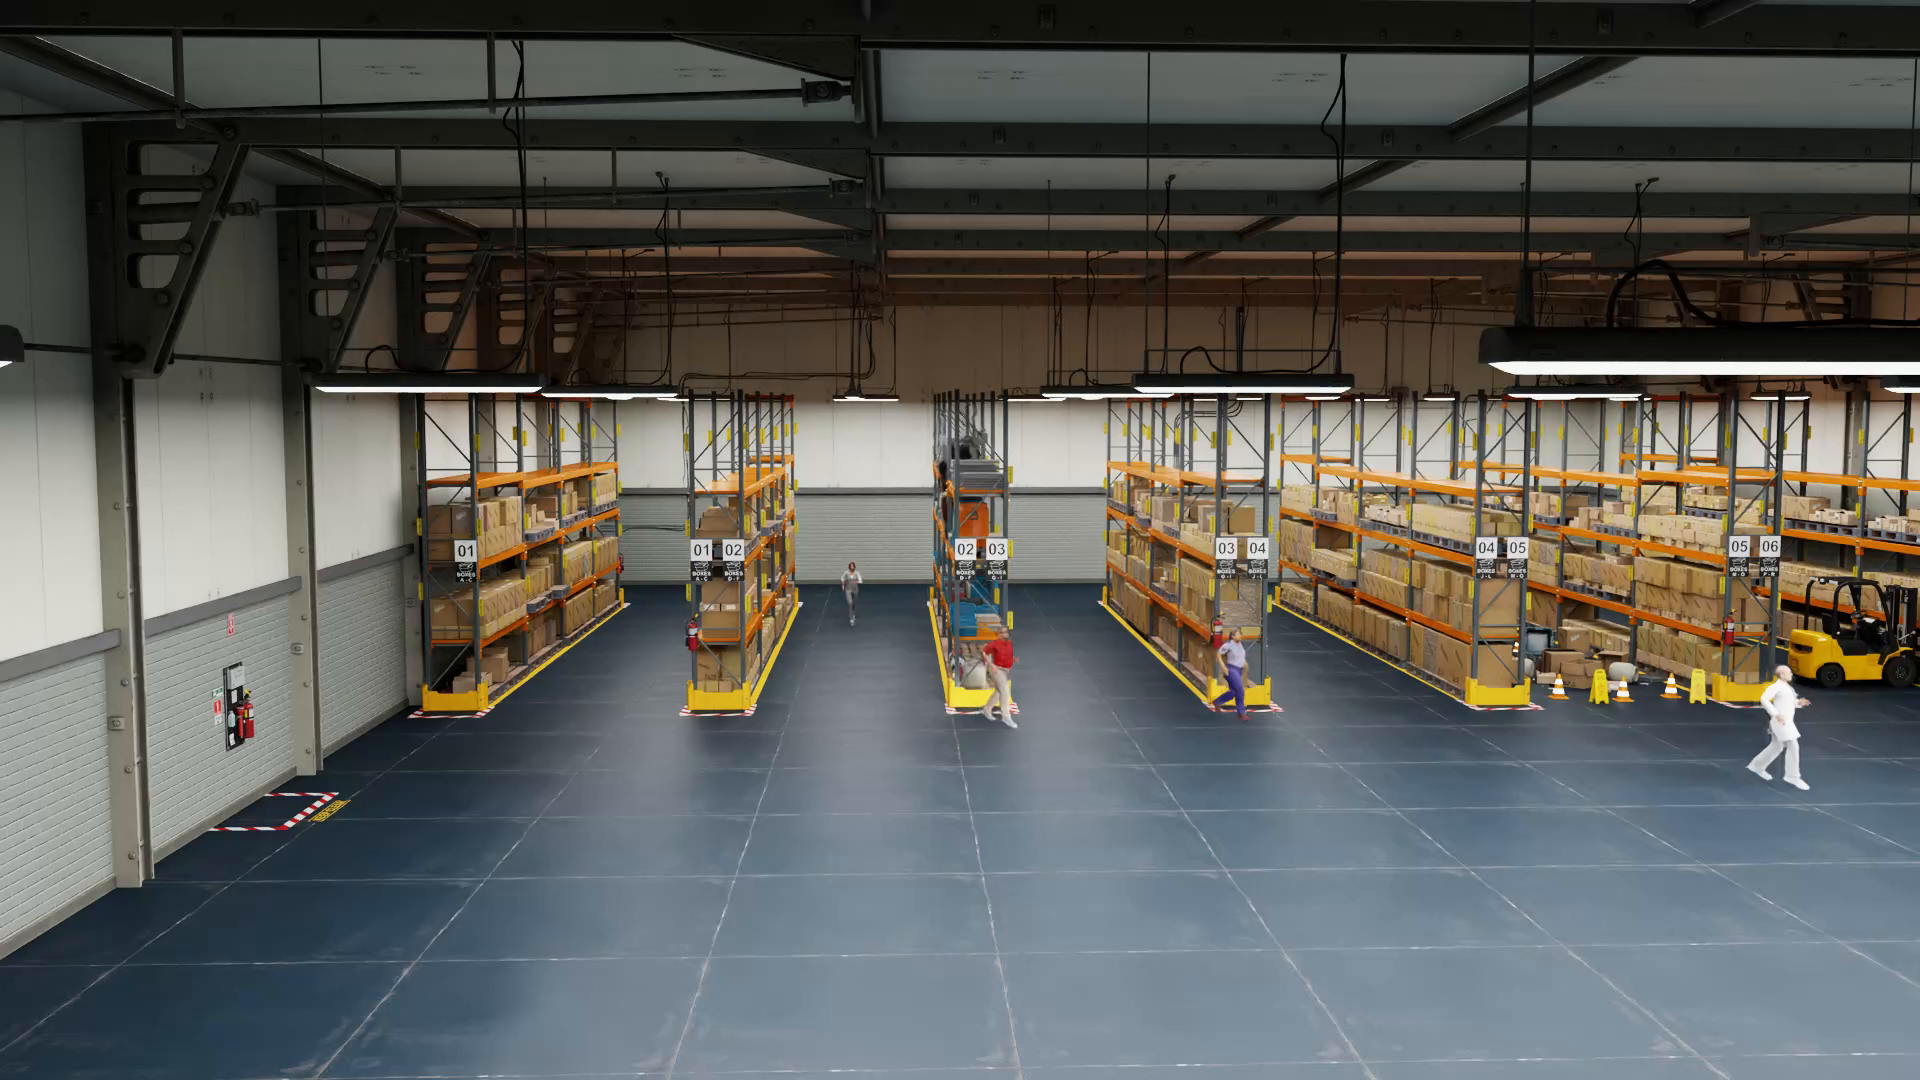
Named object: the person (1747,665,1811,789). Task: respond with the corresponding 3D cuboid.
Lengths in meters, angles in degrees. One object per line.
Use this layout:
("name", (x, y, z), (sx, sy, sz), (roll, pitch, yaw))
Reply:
("person", (12.342, 2.758, 25.018), (0.875, 1.761, 0.694), (3, 5, 31))

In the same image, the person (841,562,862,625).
("person", (-2.817, 1.365, 43.363), (0.520, 1.612, 0.855), (-1, 5, -11))

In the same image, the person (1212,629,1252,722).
("person", (5.015, 2.448, 30.351), (0.827, 1.644, 0.605), (4, 6, 40))

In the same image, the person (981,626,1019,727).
("person", (0.735, 2.423, 29.812), (0.828, 1.766, 0.648), (3, 6, 32))
